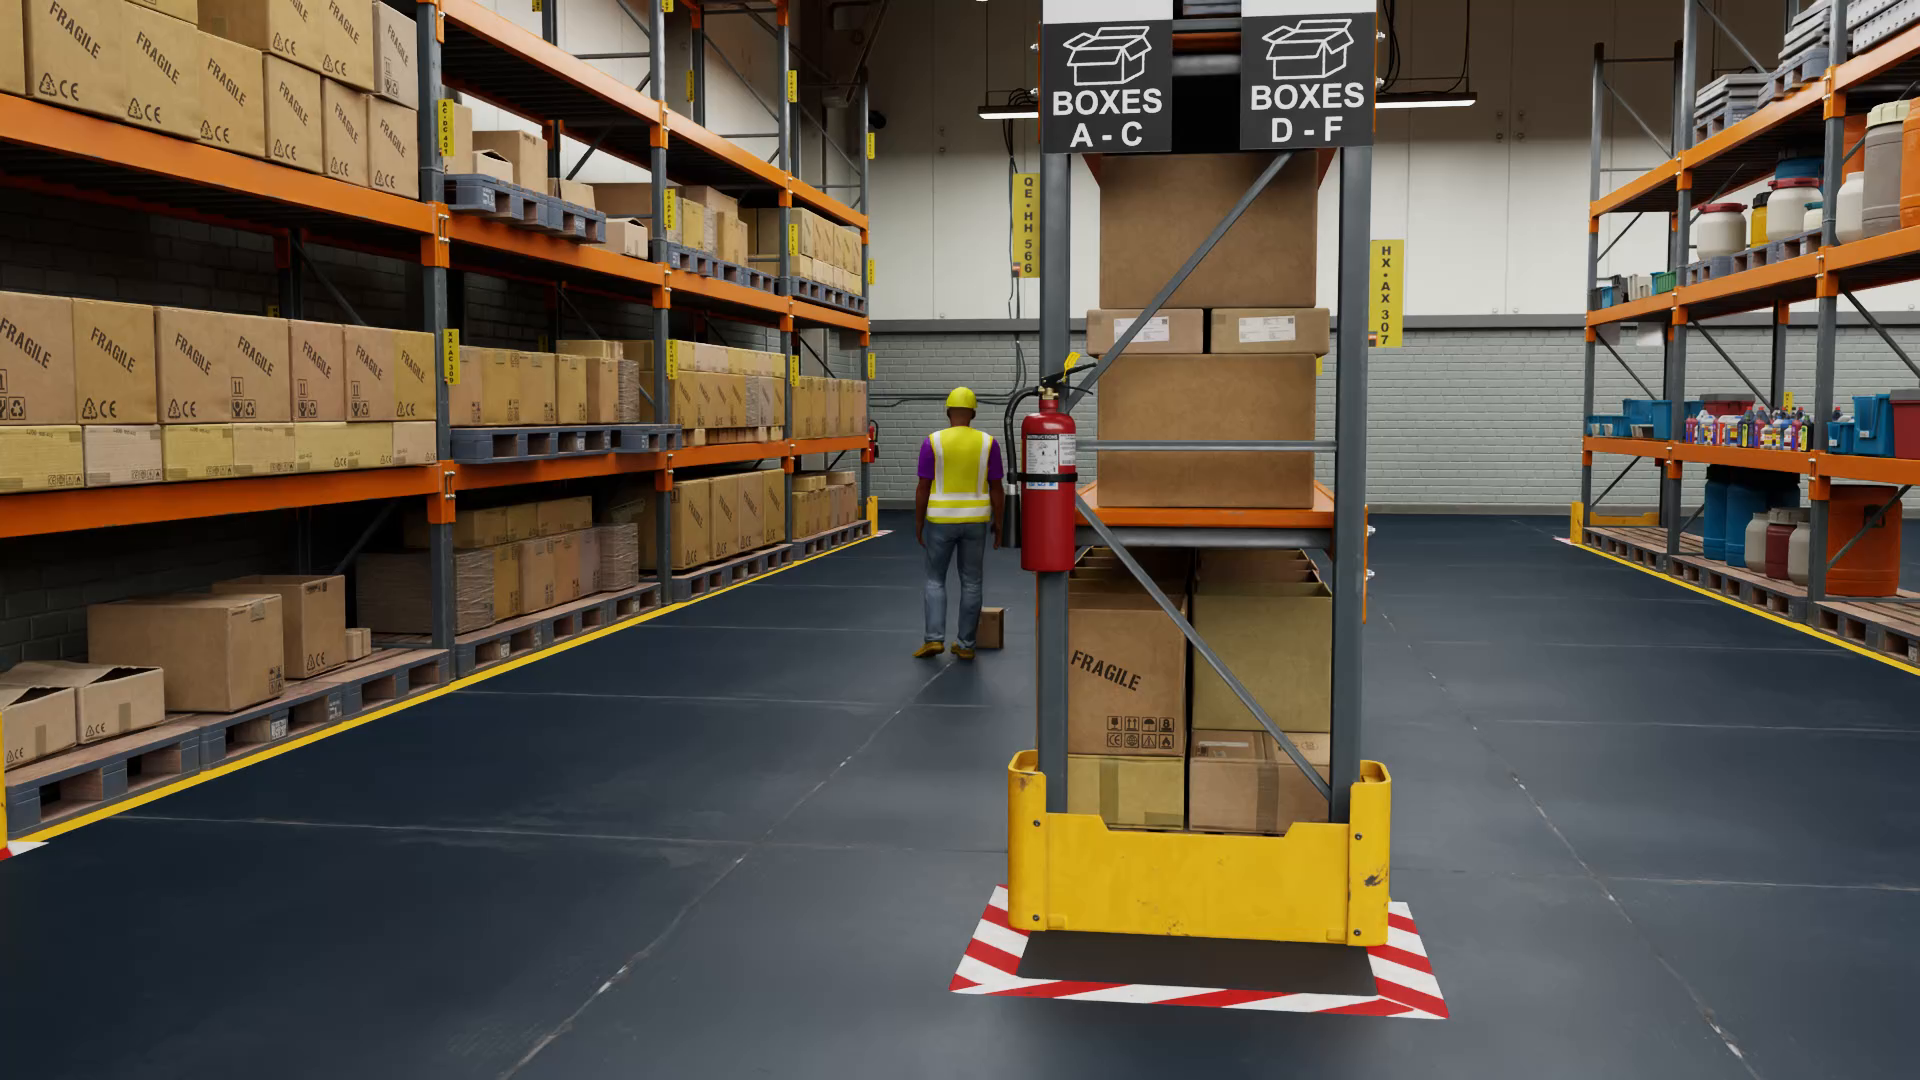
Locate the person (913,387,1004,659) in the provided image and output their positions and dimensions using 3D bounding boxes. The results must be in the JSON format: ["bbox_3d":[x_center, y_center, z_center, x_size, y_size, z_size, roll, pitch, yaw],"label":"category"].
[{"bbox_3d":[-0.011,-0.095,10.878,0.587,1.808,0.391,0,4,-6],"label":"person"}]
